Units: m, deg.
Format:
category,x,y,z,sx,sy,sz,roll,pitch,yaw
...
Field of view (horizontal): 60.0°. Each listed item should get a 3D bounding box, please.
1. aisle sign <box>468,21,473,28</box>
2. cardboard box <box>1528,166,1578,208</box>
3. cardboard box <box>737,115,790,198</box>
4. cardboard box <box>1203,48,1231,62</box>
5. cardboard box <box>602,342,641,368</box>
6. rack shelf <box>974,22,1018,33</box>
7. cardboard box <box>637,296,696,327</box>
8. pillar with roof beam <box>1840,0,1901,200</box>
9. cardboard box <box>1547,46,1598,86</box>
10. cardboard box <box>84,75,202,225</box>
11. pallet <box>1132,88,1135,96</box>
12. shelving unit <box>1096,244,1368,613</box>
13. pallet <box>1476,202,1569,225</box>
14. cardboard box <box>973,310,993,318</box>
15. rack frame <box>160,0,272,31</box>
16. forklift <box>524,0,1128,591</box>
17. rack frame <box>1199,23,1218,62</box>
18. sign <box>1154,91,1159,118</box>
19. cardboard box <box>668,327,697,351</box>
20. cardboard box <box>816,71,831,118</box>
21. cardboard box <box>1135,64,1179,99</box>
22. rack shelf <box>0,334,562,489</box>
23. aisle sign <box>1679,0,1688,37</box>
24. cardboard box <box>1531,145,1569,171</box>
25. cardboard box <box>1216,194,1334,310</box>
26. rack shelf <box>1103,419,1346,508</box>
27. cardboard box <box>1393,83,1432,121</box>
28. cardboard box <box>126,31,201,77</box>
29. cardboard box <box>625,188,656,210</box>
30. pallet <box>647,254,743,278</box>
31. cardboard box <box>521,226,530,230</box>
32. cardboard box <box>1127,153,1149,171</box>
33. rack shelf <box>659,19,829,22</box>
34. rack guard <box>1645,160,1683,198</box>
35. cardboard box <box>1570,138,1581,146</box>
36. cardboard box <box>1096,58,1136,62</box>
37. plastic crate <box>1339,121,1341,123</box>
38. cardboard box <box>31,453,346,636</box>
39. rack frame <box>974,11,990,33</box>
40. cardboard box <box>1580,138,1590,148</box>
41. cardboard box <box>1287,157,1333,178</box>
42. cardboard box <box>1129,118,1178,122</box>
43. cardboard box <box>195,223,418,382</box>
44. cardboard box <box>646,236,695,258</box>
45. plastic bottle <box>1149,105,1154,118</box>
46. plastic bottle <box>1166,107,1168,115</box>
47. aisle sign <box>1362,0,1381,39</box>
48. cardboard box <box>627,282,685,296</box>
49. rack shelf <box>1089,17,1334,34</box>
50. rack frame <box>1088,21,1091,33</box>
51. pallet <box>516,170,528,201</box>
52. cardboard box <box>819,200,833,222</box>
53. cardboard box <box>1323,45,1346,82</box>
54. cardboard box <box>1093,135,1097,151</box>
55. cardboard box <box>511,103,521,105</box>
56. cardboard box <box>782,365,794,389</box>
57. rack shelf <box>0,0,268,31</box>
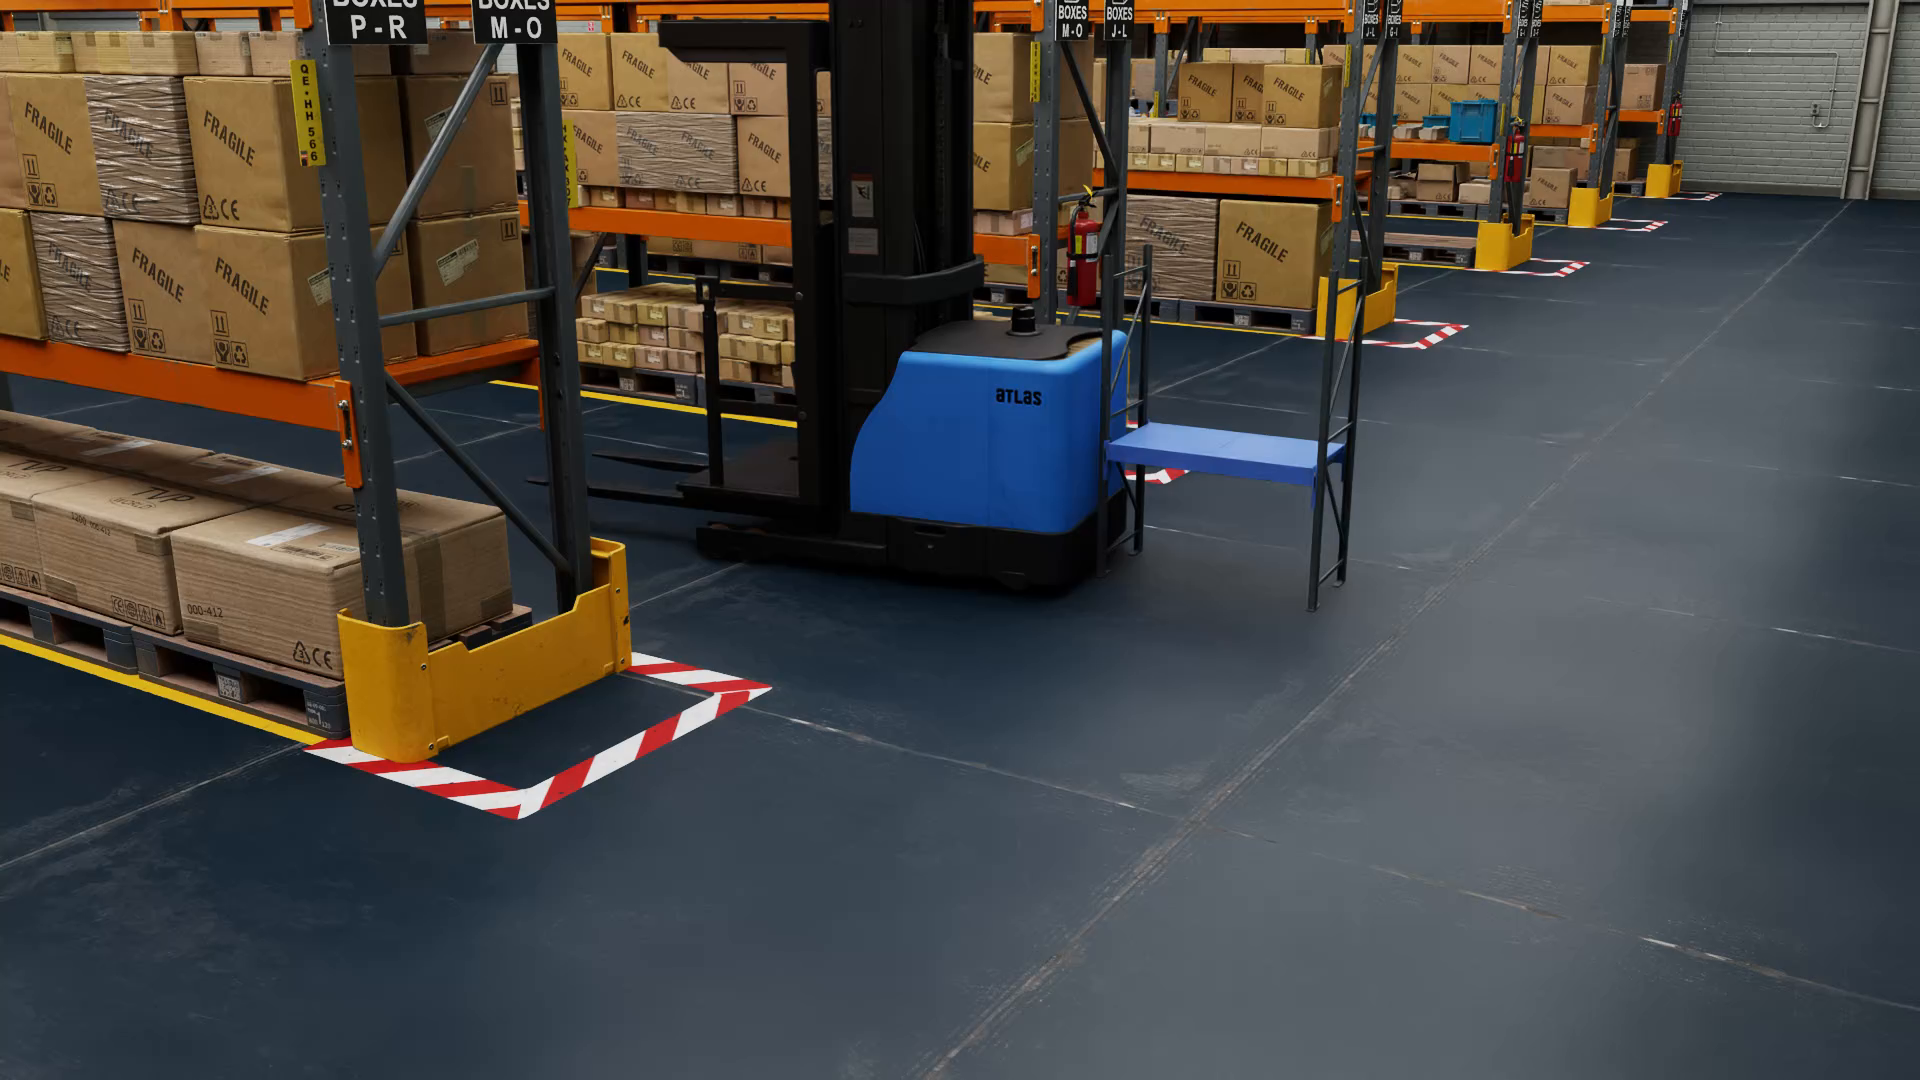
category,x,y,z,sx,sy,sz,roll,pitch,yaw
aisle sign,-7.534,-8.264,25.952,0.004,0.787,0.394,10,20,30
cardboard box,8.009,-4.764,22.447,0.500,0.500,0.500,10,20,30
cardboard box,-1.079,-2.489,10.732,0.500,0.500,0.500,11,20,33
cardboard box,4.650,-8.593,29.502,0.500,0.250,0.500,11,20,31
cardboard box,-2.308,-1.332,11.787,0.250,0.149,0.380,11,20,32
rack shelf,-0.739,-10.176,32.796,4.000,0.370,1.077,10,20,30
cardboard box,-2.047,-1.605,11.664,0.250,0.149,0.380,10,19,29
pillar with roof beam,11.691,-8.563,21.089,0.400,9.000,9.100,10,20,30
cardboard box,8.078,-6.254,21.915,0.500,0.500,0.500,10,20,30
cardboard box,-2.769,-1.433,6.047,0.500,0.500,0.500,10,20,30
pallet,3.710,-8.162,30.421,1.003,0.211,1.213,10,20,30
shelving unit,1.217,-0.534,7.558,1.048,1.500,0.538,9,19,27
pallet,7.857,-4.526,22.918,1.213,0.211,1.003,10,20,30
cardboard box,0.018,-1.429,11.085,0.250,0.149,0.380,10,20,30
rack frame,-6.085,-3.279,14.014,0.127,3.000,1.000,10,20,30
forklift,-0.741,-1.428,8.039,3.031,2.935,1.130,7,18,21
rack frame,4.373,-8.172,30.123,0.127,3.000,1.000,10,20,30
sign,2.308,-5.106,19.555,0.005,0.325,0.100,10,20,30
cardboard box,-1.818,-1.429,11.595,0.250,0.149,0.380,9,19,27
cardboard box,-0.668,-2.892,10.338,0.500,0.500,0.500,11,20,33
cardboard box,3.059,-6.939,25.170,0.500,0.500,0.700,15,22,40
rack shelf,-3.477,-0.780,7.027,4.000,0.370,1.077,10,20,30
aisle sign,11.095,-8.114,25.459,0.004,0.787,0.394,10,20,30
cardboard box,9.686,-6.194,27.190,0.500,0.500,0.700,9,19,28
cardboard box,2.826,-2.537,14.504,0.875,0.875,0.875,10,20,30
rack shelf,1.217,-0.362,7.611,1.000,0.185,0.538,9,19,27
cardboard box,6.347,-6.085,23.081,0.500,0.500,0.500,10,20,30
cardboard box,-2.676,-1.713,5.852,0.250,0.149,0.380,10,20,30
cardboard box,-2.093,-2.377,11.479,0.250,0.149,0.380,9,19,28
pallet,-2.771,-3.019,17.956,1.213,0.211,1.003,10,20,30
cardboard box,-4.951,-3.769,19.171,0.500,0.500,0.700,12,21,35
cardboard box,1.635,-3.360,14.713,0.250,0.149,0.380,11,20,31
rack shelf,-3.329,-8.948,28.756,4.000,0.370,1.077,10,20,30
rack guard,11.211,-5.755,26.469,0.348,0.500,1.175,10,20,30
cardboard box,10.108,-6.498,27.073,0.250,0.149,0.380,10,20,31
cardboard box,2.894,-8.683,30.878,0.500,0.500,0.700,10,20,30
plastic crate,4.238,-4.822,19.445,0.466,0.136,0.293,10,20,30
cardboard box,-3.172,-0.008,6.933,0.875,0.438,0.875,11,20,32
rack frame,0.005,-3.883,16.004,0.127,3.000,1.000,10,20,30
cardboard box,10.119,-6.365,26.637,0.250,0.149,0.380,11,20,32
cardboard box,2.938,-3.127,13.948,0.250,0.149,0.380,11,20,31
cardboard box,1.826,-3.718,15.207,0.500,0.250,0.500,10,19,29
cardboard box,-2.322,-0.876,5.933,0.500,0.500,0.500,10,20,30
cardboard box,-2.826,-3.566,17.893,0.875,0.875,1.225,9,19,28
plastic bottle,2.432,-5.226,20.511,0.185,0.351,0.144,10,20,30
plastic bottle,2.508,-5.216,20.591,0.133,0.283,0.061,10,20,30
aisle sign,3.318,-4.433,13.343,0.004,0.787,0.394,10,20,30
cardboard box,-2.237,-1.802,12.312,0.250,0.149,0.380,11,20,32
rack shelf,3.488,-7.731,24.750,4.000,0.370,1.077,10,20,30
rack frame,1.784,-6.945,26.082,0.127,3.000,1.000,10,20,30
pallet,-3.252,-2.731,12.540,1.213,0.211,1.003,10,20,30
cardboard box,-0.746,-2.139,10.694,0.250,0.149,0.380,9,19,28
cardboard box,5.447,-6.721,23.454,0.500,0.500,0.500,11,20,31
cardboard box,1.134,-3.663,15.026,0.500,0.250,0.500,11,20,31
cardboard box,-3.350,-3.089,12.076,0.250,0.149,0.380,9,19,28
cardboard box,-0.968,-1.107,11.046,0.250,0.149,0.380,11,20,31
rack shelf,-7.790,-4.674,14.684,4.000,0.370,1.077,10,20,30
